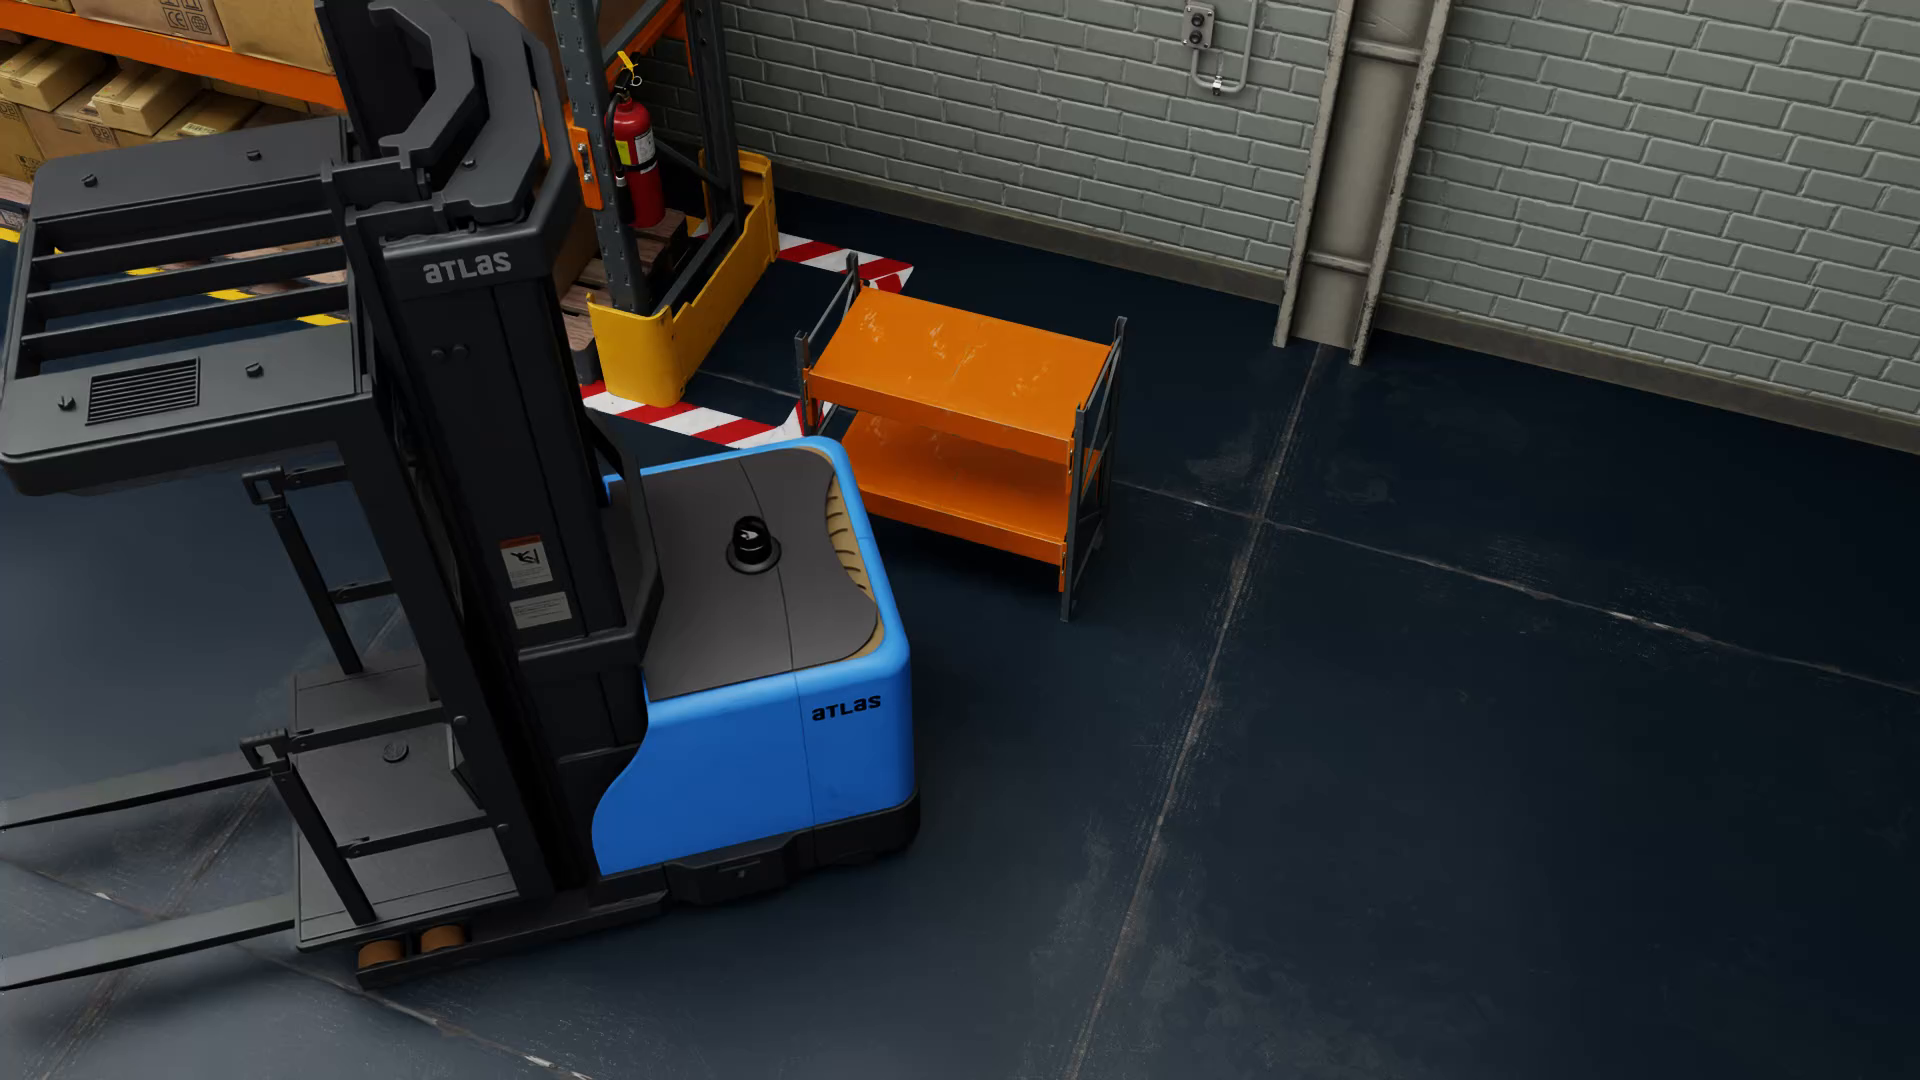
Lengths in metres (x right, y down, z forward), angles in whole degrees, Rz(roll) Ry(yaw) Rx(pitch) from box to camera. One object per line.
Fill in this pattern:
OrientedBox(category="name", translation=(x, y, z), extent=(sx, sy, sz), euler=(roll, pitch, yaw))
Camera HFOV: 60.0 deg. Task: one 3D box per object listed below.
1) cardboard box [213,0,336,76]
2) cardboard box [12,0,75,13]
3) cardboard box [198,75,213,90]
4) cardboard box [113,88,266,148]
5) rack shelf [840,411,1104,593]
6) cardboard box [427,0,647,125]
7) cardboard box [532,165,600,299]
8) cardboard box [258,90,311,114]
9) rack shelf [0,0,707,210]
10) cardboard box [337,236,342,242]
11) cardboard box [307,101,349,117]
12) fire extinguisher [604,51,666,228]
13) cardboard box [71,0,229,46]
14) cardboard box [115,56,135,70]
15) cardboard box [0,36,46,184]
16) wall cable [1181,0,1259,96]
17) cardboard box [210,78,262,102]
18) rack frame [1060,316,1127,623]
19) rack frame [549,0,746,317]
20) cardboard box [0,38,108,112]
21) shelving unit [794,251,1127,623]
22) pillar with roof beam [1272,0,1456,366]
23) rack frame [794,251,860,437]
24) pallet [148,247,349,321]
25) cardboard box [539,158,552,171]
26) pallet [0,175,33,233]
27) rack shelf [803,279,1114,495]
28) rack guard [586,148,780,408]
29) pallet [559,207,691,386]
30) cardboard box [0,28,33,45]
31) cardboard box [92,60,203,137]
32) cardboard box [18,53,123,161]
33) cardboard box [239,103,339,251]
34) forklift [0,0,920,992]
OrientedBox(category="cardboard box", translation=(-2.378, -2.405, 6.518), extent=(0.700, 0.700, 0.980), euler=(15, 51, 13))
OrientedBox(category="cardboard box", translation=(-3.776, -2.795, 6.855), extent=(0.700, 0.700, 0.980), euler=(14, 51, 12))
OrientedBox(category="cardboard box", translation=(-3.384, -2.215, 7.498), extent=(0.250, 0.149, 0.380), euler=(16, 51, 14))
OrientedBox(category="cardboard box", translation=(-3.345, -1.826, 7.590), extent=(0.500, 0.500, 0.700), euler=(17, 51, 14))
OrientedBox(category="rack shelf", translation=(0.006, -0.207, 6.375), extent=(1.000, 0.278, 0.538), euler=(16, 51, 13))
OrientedBox(category="cardboard box", translation=(-1.692, -2.222, 6.359), extent=(0.700, 0.700, 0.980), euler=(18, 51, 15))
OrientedBox(category="cardboard box", translation=(-1.901, -1.429, 7.246), extent=(0.500, 0.500, 0.700), euler=(16, 51, 13))
OrientedBox(category="cardboard box", translation=(-2.905, -2.081, 7.382), extent=(0.250, 0.149, 0.380), euler=(16, 51, 13))
OrientedBox(category="rack shelf", translation=(-3.086, -2.286, 7.089), extent=(4.000, 0.370, 1.077), euler=(16, 51, 13))
OrientedBox(category="cardboard box", translation=(-2.371, -1.560, 7.360), extent=(0.500, 0.500, 0.700), euler=(15, 51, 13))
OrientedBox(category="cardboard box", translation=(-2.664, -2.015, 7.325), extent=(0.250, 0.149, 0.380), euler=(16, 51, 14))
OrientedBox(category="fire extinguisher", translation=(-1.228, -1.484, 6.215), extent=(0.183, 0.674, 0.296), euler=(16, 51, 13))
OrientedBox(category="cardboard box", translation=(-3.090, -2.611, 6.696), extent=(0.700, 0.700, 0.980), euler=(13, 50, 11))
OrientedBox(category="cardboard box", translation=(-3.621, -2.282, 7.556), extent=(0.250, 0.149, 0.380), euler=(14, 51, 12))
OrientedBox(category="cardboard box", translation=(-4.296, -2.096, 7.824), extent=(0.500, 0.500, 0.700), euler=(16, 51, 14))
OrientedBox(category="wall cable", translation=(0.319, -2.666, 6.270), extent=(1.851, 1.984, 0.084), euler=(16, 51, 13))
OrientedBox(category="cardboard box", translation=(-3.142, -2.148, 7.440), extent=(0.250, 0.149, 0.380), euler=(15, 51, 12))
OrientedBox(category="rack frame", translation=(0.483, -0.234, 6.075), extent=(0.032, 1.125, 0.500), euler=(16, 51, 13))
OrientedBox(category="rack frame", translation=(-1.210, -1.998, 6.363), extent=(0.127, 3.000, 1.000), euler=(16, 51, 13))
OrientedBox(category="cardboard box", translation=(-4.038, -2.089, 7.389), extent=(0.250, 0.149, 0.380), euler=(17, 51, 14))
OrientedBox(category="shelving unit", translation=(0.006, -0.367, 6.190), extent=(1.048, 1.125, 0.538), euler=(16, 51, 13))
OrientedBox(category="pillar with roof beam", translation=(0.131, -0.817, 1.370), extent=(0.400, 9.000, 9.100), euler=(16, 51, 13))
OrientedBox(category="rack frame", translation=(-0.471, -0.500, 6.305), extent=(0.032, 1.125, 0.500), euler=(16, 51, 13))
OrientedBox(category="pallet", translation=(-3.128, -1.559, 7.828), extent=(1.213, 0.211, 1.003), euler=(16, 51, 13))
OrientedBox(category="cardboard box", translation=(-1.715, -1.750, 7.096), extent=(0.250, 0.149, 0.380), euler=(16, 51, 13))
OrientedBox(category="pallet", translation=(-4.276, -1.877, 8.104), extent=(1.213, 0.211, 1.003), euler=(16, 51, 13))
OrientedBox(category="rack shelf", translation=(0.006, -0.558, 5.969), extent=(1.000, 0.278, 0.538), euler=(16, 51, 13))
OrientedBox(category="rack guard", translation=(-1.187, -1.173, 7.302), extent=(0.348, 0.500, 1.175), euler=(16, 51, 13))
OrientedBox(category="pallet", translation=(-1.987, -1.238, 7.550), extent=(1.213, 0.211, 1.003), euler=(16, 51, 13))
OrientedBox(category="cardboard box", translation=(-4.363, -2.487, 7.734), extent=(0.250, 0.149, 0.380), euler=(15, 51, 13))
OrientedBox(category="cardboard box", translation=(-3.548, -1.952, 7.271), extent=(0.250, 0.149, 0.380), euler=(14, 51, 12))
OrientedBox(category="cardboard box", translation=(-3.826, -1.962, 7.708), extent=(0.500, 0.500, 0.700), euler=(15, 51, 13))
OrientedBox(category="cardboard box", translation=(-2.843, -1.691, 7.474), extent=(0.500, 0.500, 0.700), euler=(14, 51, 12))
OrientedBox(category="forklift", translation=(-1.711, 0.031, 4.651), extent=(3.031, 2.935, 1.130), euler=(-12, 50, -10))
